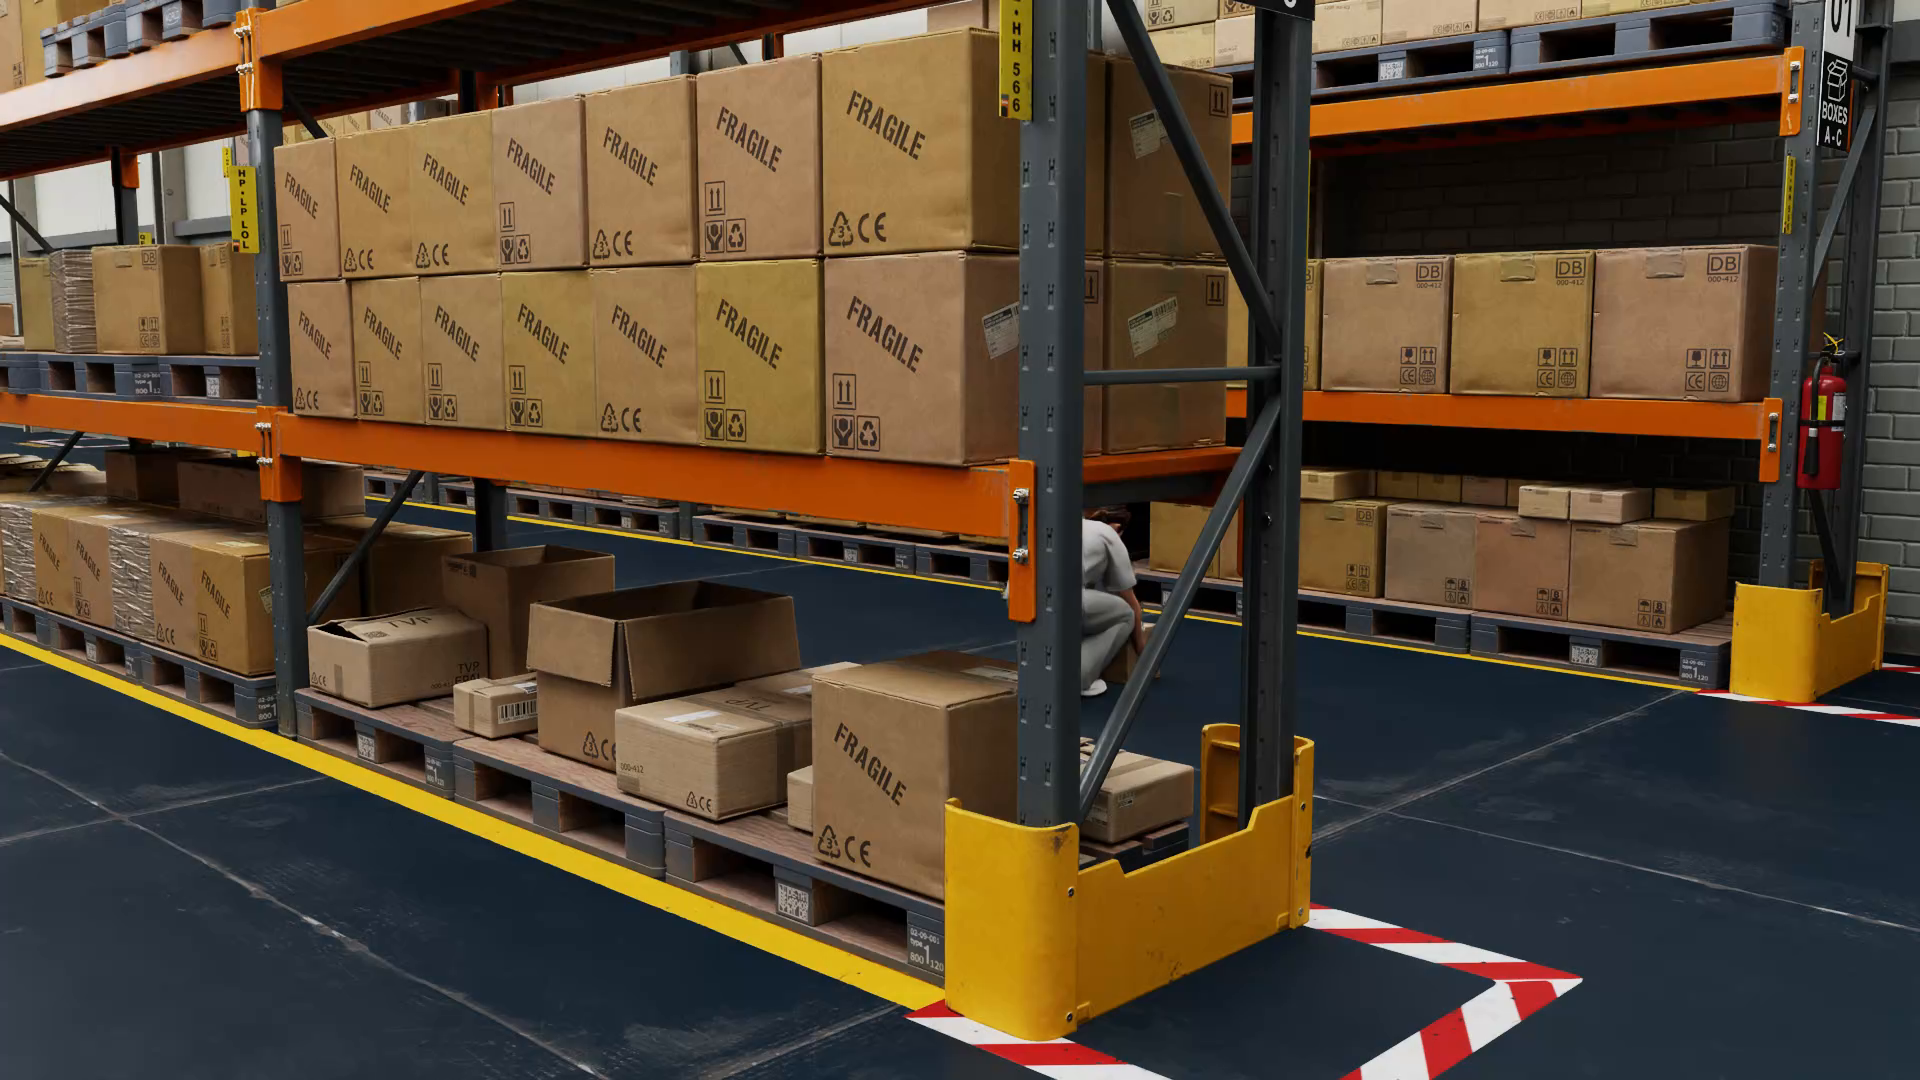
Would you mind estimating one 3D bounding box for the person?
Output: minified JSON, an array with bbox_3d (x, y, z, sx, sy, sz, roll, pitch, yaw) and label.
[{"bbox_3d":[0.526,0.253,7.548,0.484,0.859,0.801,7,10,43],"label":"person"}]
